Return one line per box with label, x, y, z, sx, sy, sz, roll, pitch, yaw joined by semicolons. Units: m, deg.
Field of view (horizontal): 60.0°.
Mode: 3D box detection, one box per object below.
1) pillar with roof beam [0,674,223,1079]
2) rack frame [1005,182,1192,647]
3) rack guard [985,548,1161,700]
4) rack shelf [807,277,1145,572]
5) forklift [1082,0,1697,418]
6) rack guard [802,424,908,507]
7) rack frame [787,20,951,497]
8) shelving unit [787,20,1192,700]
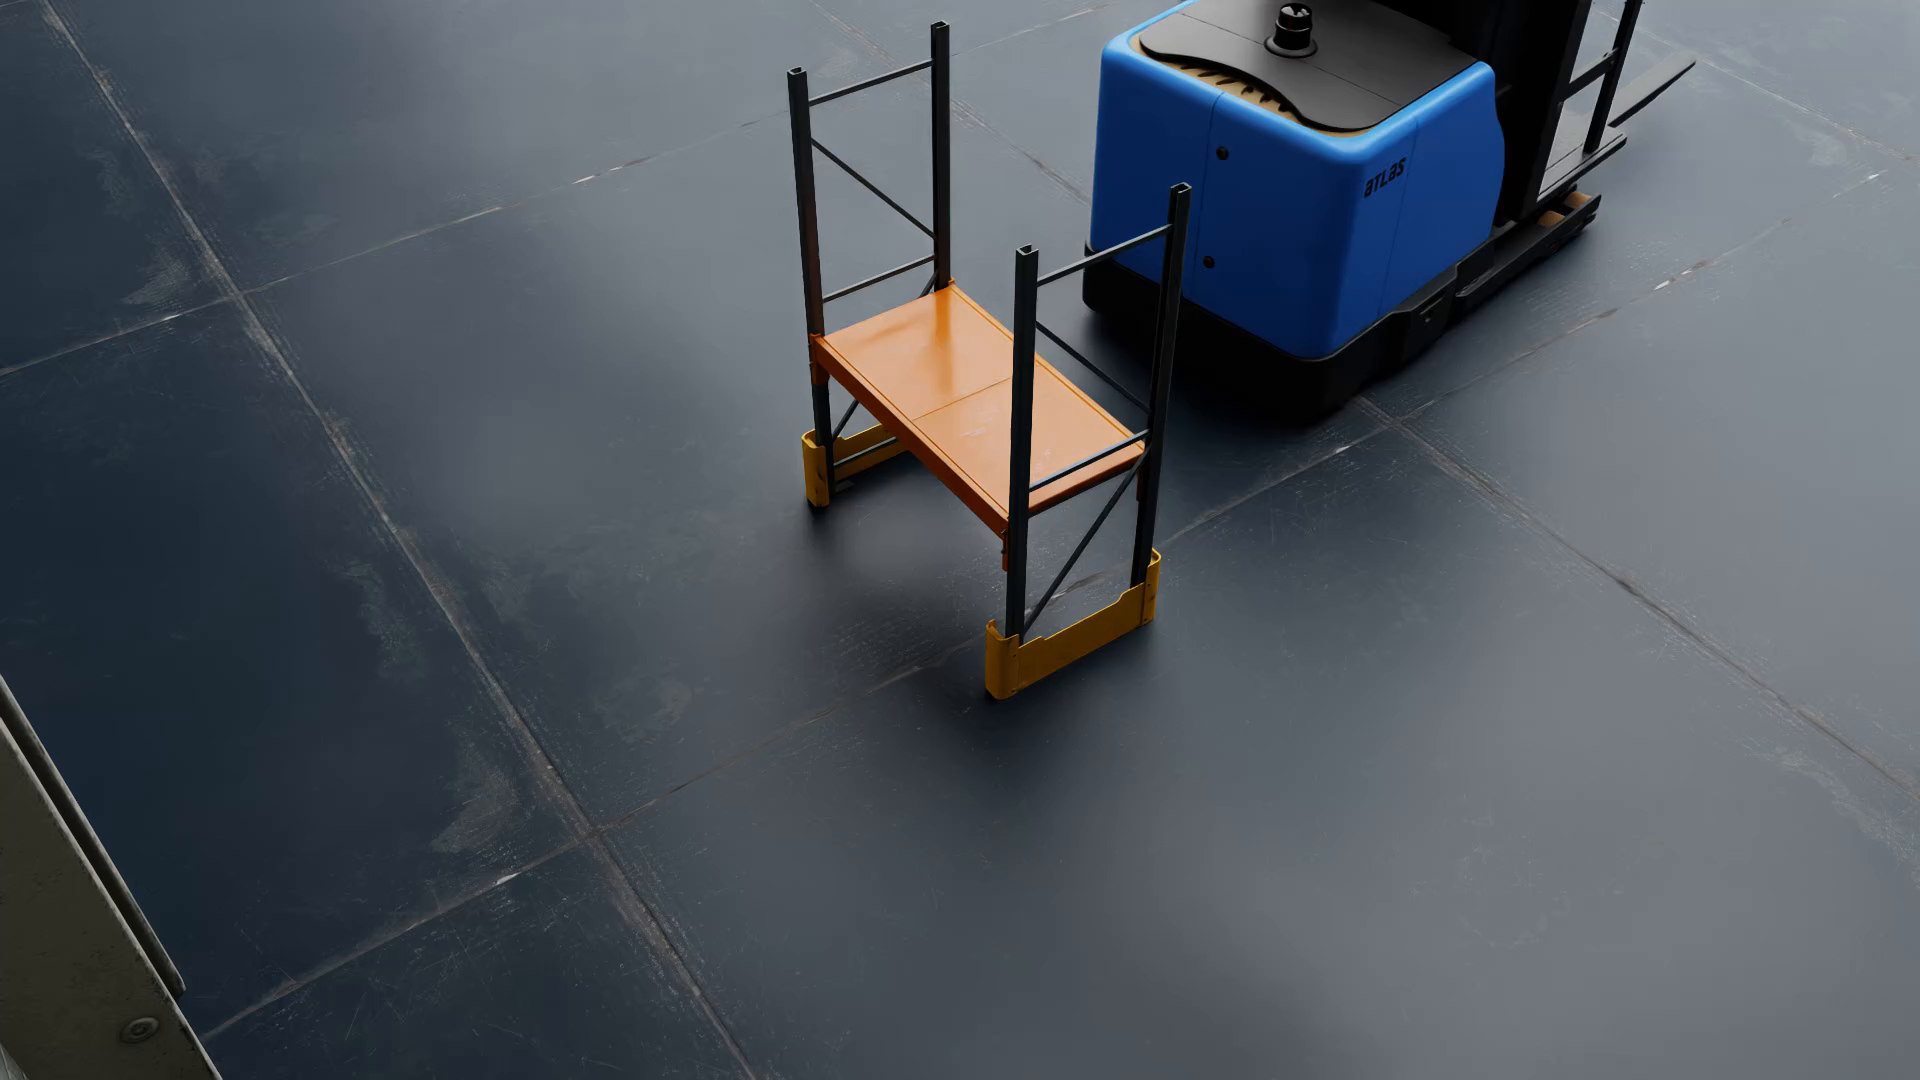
pillar with roof beam;1.583;-3.706;2.615;9.100;9.000;0.400;-26;49;-24
rack frame;0.340;-0.206;4.380;0.500;1.500;0.032;-26;49;-24
rack guard;0.328;0.235;4.823;0.587;0.250;0.087;-26;49;-24
rack shelf;0.049;-0.364;4.806;0.538;0.185;1.000;-26;49;-24
forklift;1.841;-2.382;5.622;1.130;2.935;3.031;34;53;31
rack guard;-0.241;-0.329;5.414;0.587;0.250;0.087;-26;49;-24
rack frame;-0.242;-0.782;4.983;0.500;1.500;0.032;-26;49;-24
shelving unit;0.044;-0.499;4.687;0.587;1.500;1.083;-26;49;-24
